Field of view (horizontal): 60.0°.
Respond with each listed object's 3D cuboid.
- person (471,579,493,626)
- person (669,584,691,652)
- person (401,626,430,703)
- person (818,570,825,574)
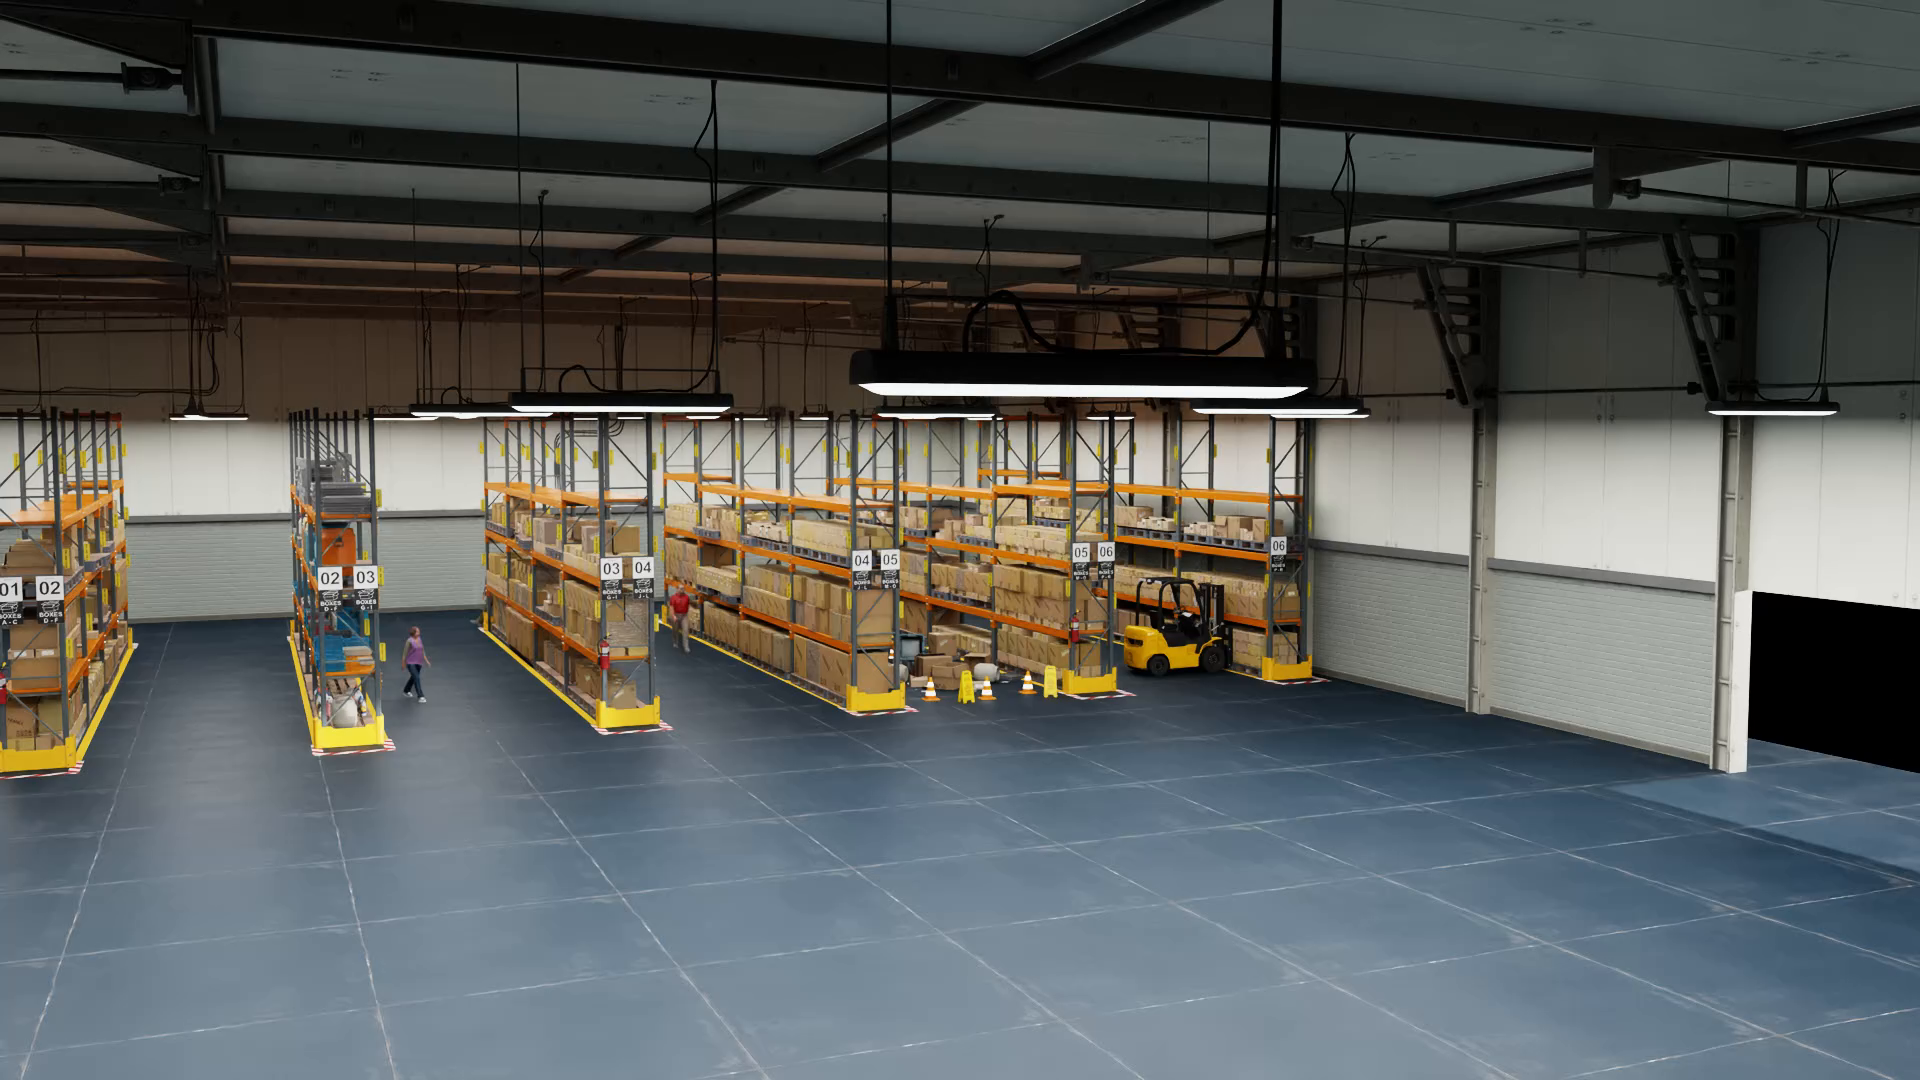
[{"bbox_3d":[-13.299,1.576,47.056,1.213,1.701,0.563,-3,5,-39],"label":"person"},{"bbox_3d":[-7.035,1.943,41.747,0.524,1.653,1.077,-1,4,-20],"label":"person"},{"bbox_3d":[-11.205,2.535,34.203,0.988,1.534,0.516,3,5,40],"label":"person"},{"bbox_3d":[-3.789,1.589,46.452,0.465,1.766,0.618,1,4,18],"label":"person"}]
